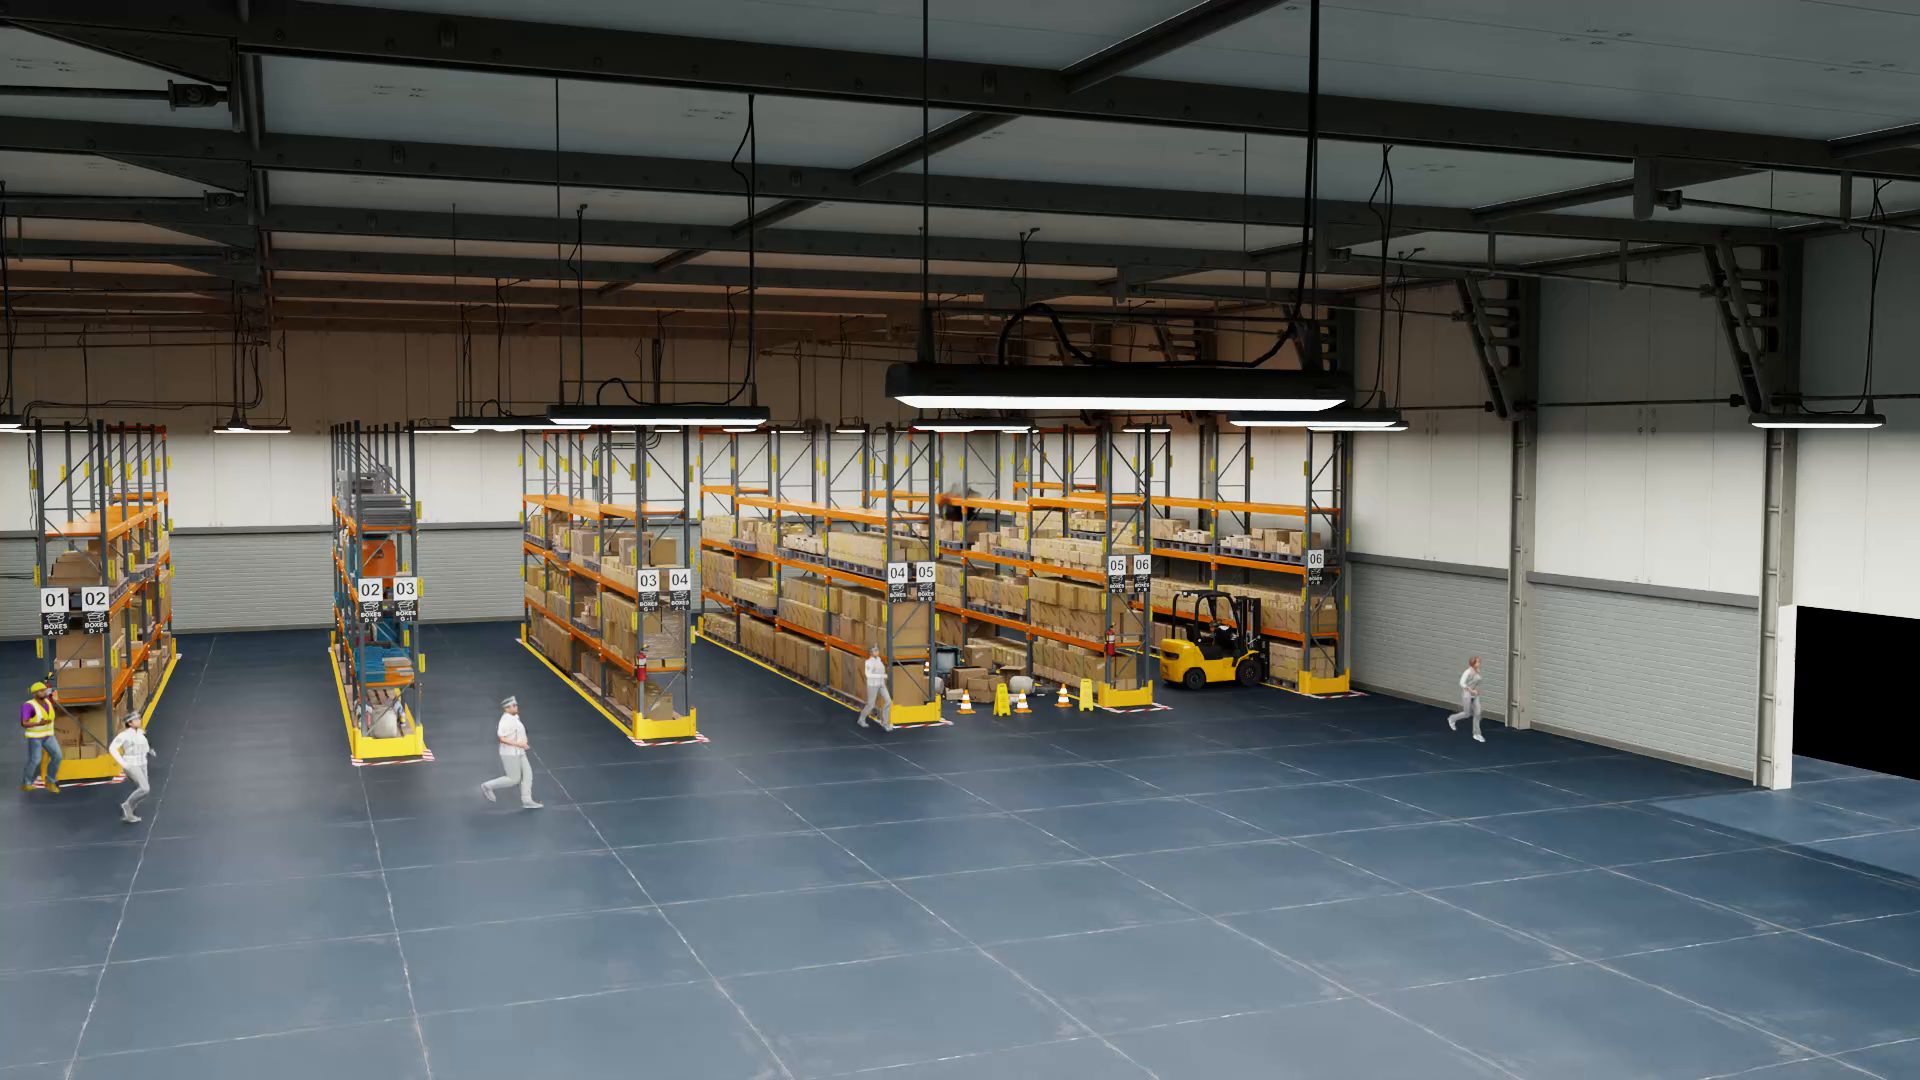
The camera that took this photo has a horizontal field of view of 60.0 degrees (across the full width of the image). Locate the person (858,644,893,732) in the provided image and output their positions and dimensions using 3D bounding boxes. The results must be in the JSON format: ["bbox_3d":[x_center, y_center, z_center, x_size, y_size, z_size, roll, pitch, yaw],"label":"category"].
[{"bbox_3d":[-1.642,2.866,32.404,0.775,1.723,0.617,3,5,39],"label":"person"}]

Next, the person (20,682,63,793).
[{"bbox_3d":[-14.706,3.188,26.608,0.681,1.830,0.691,1,4,18],"label":"person"}]

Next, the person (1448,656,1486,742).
[{"bbox_3d":[9.621,2.974,31.440,0.566,1.588,0.868,-3,4,-36],"label":"person"}]

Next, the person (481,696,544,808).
[{"bbox_3d":[-6.857,3.257,25.516,0.905,1.748,0.678,0,4,2],"label":"person"}]

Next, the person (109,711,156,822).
[{"bbox_3d":[-12.146,3.344,24.572,0.500,1.657,0.682,1,4,10],"label":"person"}]
